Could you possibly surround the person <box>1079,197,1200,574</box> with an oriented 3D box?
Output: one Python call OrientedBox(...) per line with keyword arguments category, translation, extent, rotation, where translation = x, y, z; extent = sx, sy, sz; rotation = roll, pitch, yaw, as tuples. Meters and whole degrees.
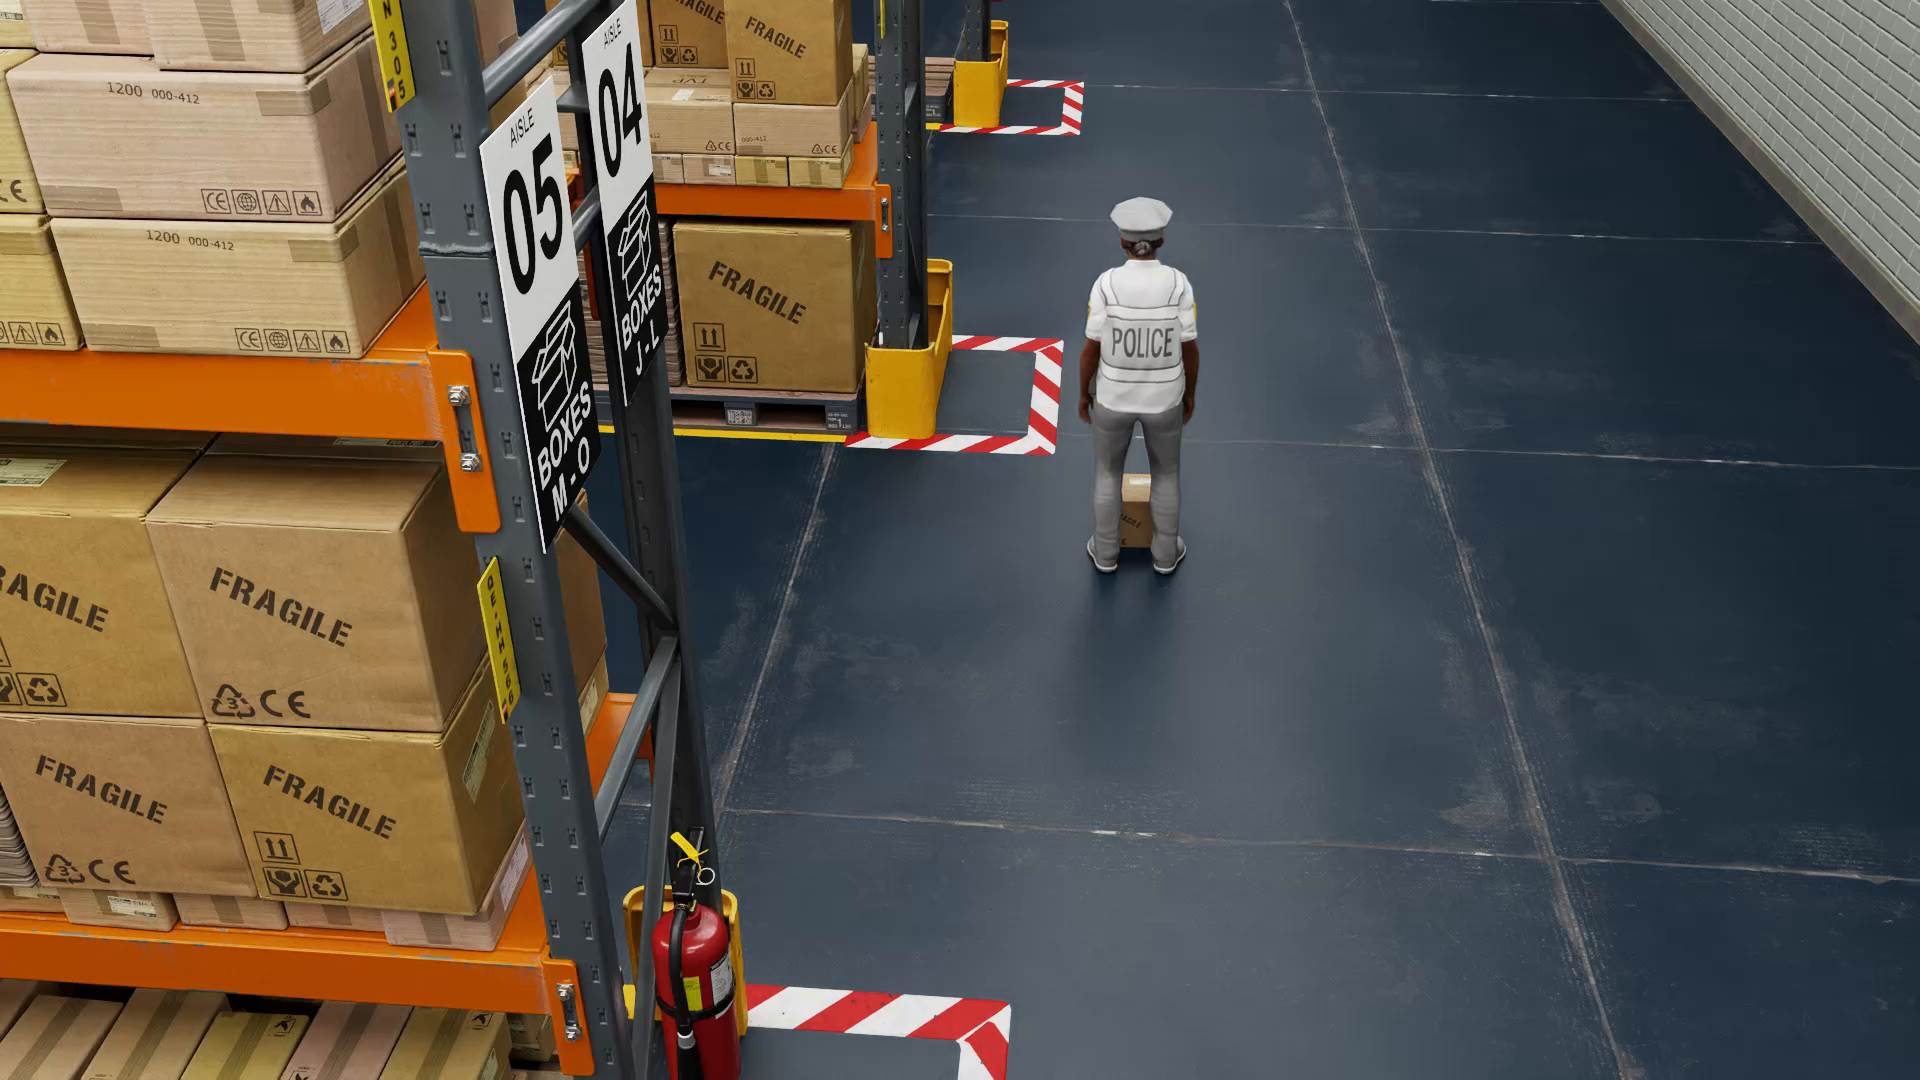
OrientedBox(category="person", translation=(0.767, -0.610, 7.107), extent=(0.521, 1.659, 0.398), rotation=(2, 32, 3))
